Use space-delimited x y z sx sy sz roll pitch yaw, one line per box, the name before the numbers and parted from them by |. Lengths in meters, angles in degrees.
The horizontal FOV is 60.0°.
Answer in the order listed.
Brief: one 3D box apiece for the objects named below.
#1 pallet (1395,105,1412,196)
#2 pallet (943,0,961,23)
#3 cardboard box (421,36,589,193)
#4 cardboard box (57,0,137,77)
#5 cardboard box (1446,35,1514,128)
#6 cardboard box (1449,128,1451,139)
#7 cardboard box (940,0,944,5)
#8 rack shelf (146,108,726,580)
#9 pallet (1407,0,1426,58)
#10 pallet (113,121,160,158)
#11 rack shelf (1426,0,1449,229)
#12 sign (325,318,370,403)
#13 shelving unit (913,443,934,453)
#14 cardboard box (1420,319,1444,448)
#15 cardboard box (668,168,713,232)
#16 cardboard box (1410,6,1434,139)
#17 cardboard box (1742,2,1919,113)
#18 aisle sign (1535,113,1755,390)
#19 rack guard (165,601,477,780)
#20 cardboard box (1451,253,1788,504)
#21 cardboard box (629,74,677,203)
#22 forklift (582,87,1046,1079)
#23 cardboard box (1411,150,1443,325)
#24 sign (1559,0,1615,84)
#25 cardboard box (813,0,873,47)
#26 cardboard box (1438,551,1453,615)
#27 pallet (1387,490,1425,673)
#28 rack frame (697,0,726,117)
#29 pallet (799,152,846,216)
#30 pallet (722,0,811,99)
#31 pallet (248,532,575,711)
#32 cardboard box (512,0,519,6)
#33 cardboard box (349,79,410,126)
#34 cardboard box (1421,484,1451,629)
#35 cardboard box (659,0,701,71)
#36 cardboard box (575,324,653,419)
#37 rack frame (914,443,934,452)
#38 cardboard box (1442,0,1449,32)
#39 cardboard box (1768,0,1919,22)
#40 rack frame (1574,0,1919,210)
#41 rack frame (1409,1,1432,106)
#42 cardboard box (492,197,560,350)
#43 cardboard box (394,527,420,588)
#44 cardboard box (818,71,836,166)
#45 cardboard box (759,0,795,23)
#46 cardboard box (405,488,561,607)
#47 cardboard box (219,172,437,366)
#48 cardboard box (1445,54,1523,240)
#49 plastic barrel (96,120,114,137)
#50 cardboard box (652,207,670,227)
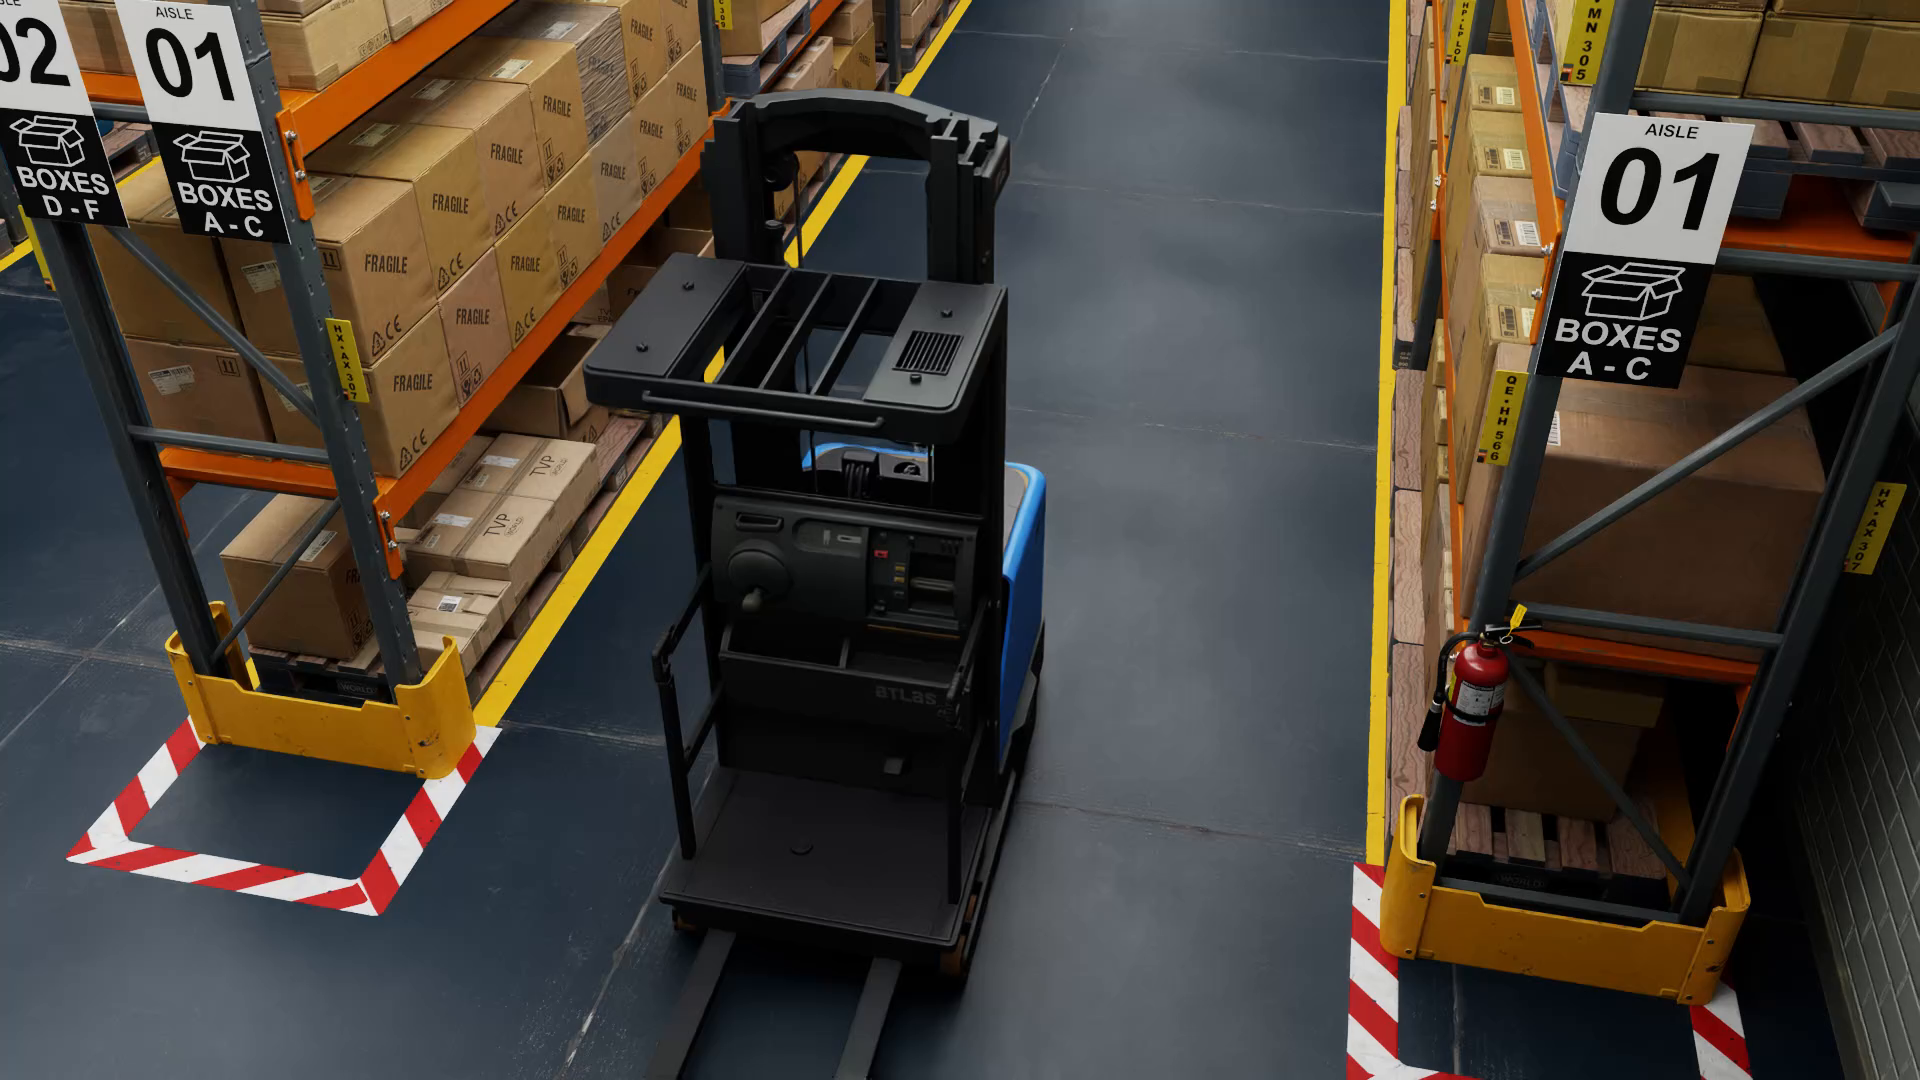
pallet | 3.630 -2.739 11.850 1.003 0.211 1.213 7 37 10
pallet | -0.491 -4.965 14.921 1.003 0.211 1.213 7 37 10
cardboard box | -2.001 -1.888 7.362 0.500 0.500 0.500 7 37 10
cardboard box | -2.825 -1.825 5.783 0.500 0.250 0.500 7 37 10
cardboard box | 2.870 -2.483 8.764 0.500 0.500 0.500 7 36 9
cardboard box | 2.813 -2.153 8.862 0.380 0.149 0.250 8 37 10
cardboard box | -0.358 -4.837 14.353 0.500 0.250 0.500 6 36 9
rack shelf | -2.250 -1.199 7.961 1.077 0.370 4.000 7 37 10
pallet | 4.303 -4.327 14.040 1.003 0.211 1.213 7 37 10
pallet | -6.197 -3.269 12.581 1.003 0.211 1.213 7 37 10
rack shelf | 3.445 -2.873 10.271 1.077 0.370 4.000 7 37 10
sign | -2.147 -0.626 5.820 0.100 0.325 0.005 7 37 10
shelving unit | -0.035 -0.391 7.767 0.258 1.200 0.503 7 37 10
cardboard box | 2.758 -0.760 8.515 0.700 0.500 0.500 8 37 11
cardboard box | -1.481 -2.049 10.277 0.500 0.500 0.500 6 36 8
cardboard box | 3.587 -3.205 11.591 0.750 0.750 0.750 7 36 9
cardboard box | 2.559 -1.477 4.860 0.500 0.250 0.500 9 37 12
aisle sign | 1.855 -0.774 4.546 0.394 0.787 0.004 7 37 10
rack guard | -2.661 0.625 6.961 1.175 0.500 0.348 7 37 10
cardboard box | 2.407 -0.558 6.208 0.980 0.700 0.700 7 37 10
cardboard box | -1.787 -2.063 8.455 0.500 0.500 0.500 8 37 11
forklift | -0.447 0.160 5.532 1.130 2.935 3.031 7 37 10
cardboard box | 3.030 -1.706 9.522 0.750 0.750 0.750 8 37 11
sign | 1.636 -1.342 4.302 0.100 0.325 0.005 7 37 10
cardboard box | -0.946 -3.801 12.055 0.500 0.250 0.500 9 37 12
cardboard box | 2.118 0.198 6.640 0.380 0.149 0.250 8 37 11
pallet | 2.520 0.239 7.740 1.003 0.211 1.213 7 37 10
rack frame | -1.822 -2.637 9.332 1.000 3.000 0.127 7 37 10
pallet | -1.427 -2.680 11.768 1.003 0.211 1.213 7 37 10
pallet | -1.545 -3.003 10.001 1.003 0.211 1.213 7 37 10
pallet | -2.491 0.285 7.677 1.003 0.211 1.213 7 37 10
cardboard box | -2.308 -2.551 8.277 0.500 0.500 0.500 6 36 9
cardboard box | -2.637 -1.666 7.055 0.500 0.500 0.500 8 37 11
cardboard box | 2.429 0.128 7.289 0.700 0.500 0.500 6 36 8
cardboard box | -1.678 -2.760 8.564 0.500 0.500 0.500 7 37 10
cardboard box | -1.827 -0.934 8.899 0.500 0.311 0.500 7 37 10
rack frame | -0.087 -0.251 7.574 0.240 1.200 0.015 7 37 10
cardboard box | 3.187 -3.351 9.961 0.500 0.500 0.500 8 37 11
cardboard box | 2.555 -1.781 4.641 0.500 0.500 0.500 6 36 8
rack frame | 2.163 -2.154 3.553 1.000 3.000 0.127 7 37 10
rack frame | 3.872 -4.311 11.642 1.000 3.000 0.127 7 37 10
cardboard box | -2.109 -1.189 7.249 0.500 0.500 0.500 7 37 10
cardboard box | -2.627 0.062 7.648 0.380 0.166 0.250 7 37 10
cardboard box | -1.155 -2.932 11.494 0.500 0.500 0.500 6 36 8
cardboard box | -1.418 -3.493 10.070 0.700 0.500 0.500 13 38 17
cardboard box | -2.177 0.029 7.622 0.500 0.250 0.500 7 37 10
cardboard box | -2.324 -1.010 6.150 0.500 0.500 0.500 8 37 11
cardboard box | 2.886 -1.830 7.964 0.980 0.700 0.700 8 37 11
plastic barrel | -6.377 -3.296 11.671 0.600 0.901 0.708 7 37 10
cardboard box | -1.997 -2.121 10.376 0.500 0.500 0.500 7 37 10
